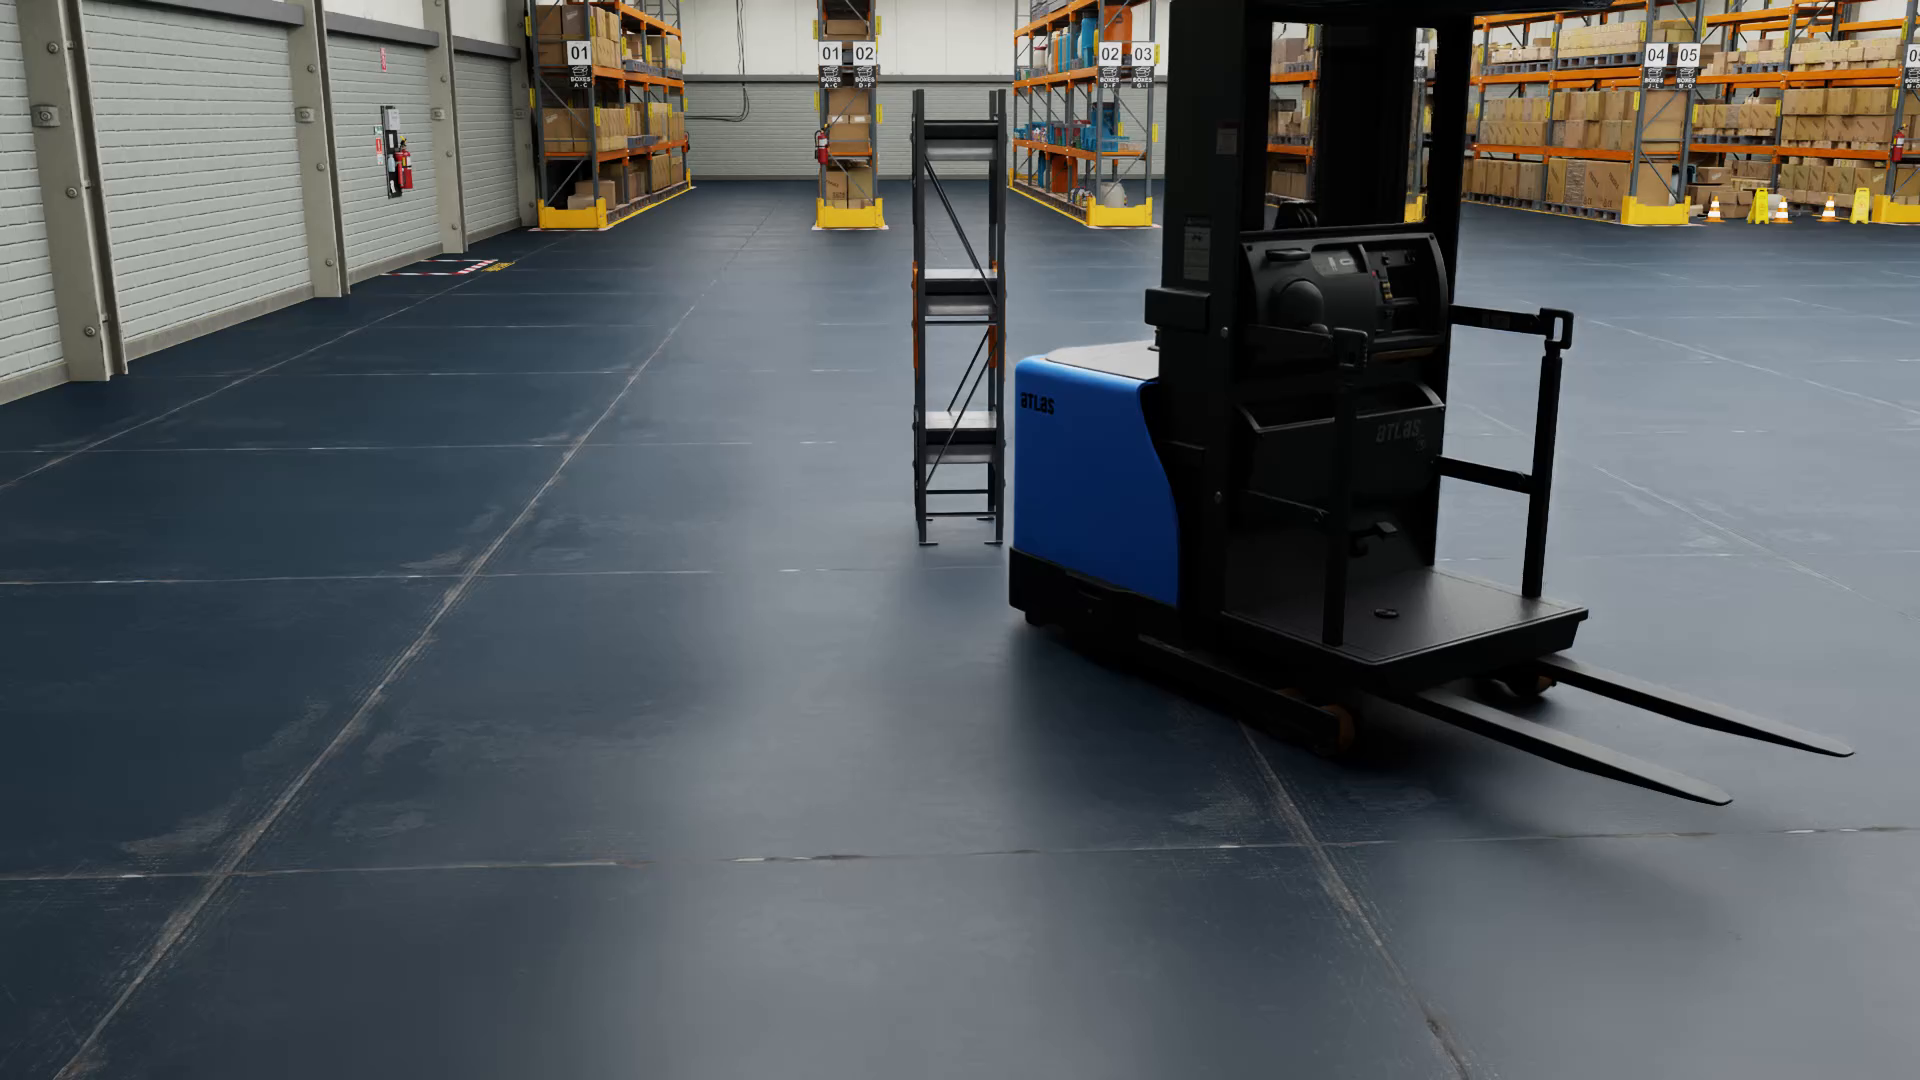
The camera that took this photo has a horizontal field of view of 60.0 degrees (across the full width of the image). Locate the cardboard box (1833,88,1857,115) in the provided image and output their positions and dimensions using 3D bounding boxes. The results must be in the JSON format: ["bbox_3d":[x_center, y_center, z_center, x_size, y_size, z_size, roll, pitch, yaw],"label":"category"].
[{"bbox_3d":[17.384,-8.472,32.129,0.700,0.500,0.500,-1,14,-4],"label":"cardboard box"}]

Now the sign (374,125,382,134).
[{"bbox_3d":[-7.411,-5.227,21.188,0.001,0.109,0.331,-1,14,-3],"label":"sign"}]

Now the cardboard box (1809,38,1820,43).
[{"bbox_3d":[17.866,-10.516,35.313,0.500,0.250,0.500,-1,14,-5],"label":"cardboard box"}]

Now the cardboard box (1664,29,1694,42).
[{"bbox_3d":[13.083,-9.219,30.476,0.500,0.250,0.500,-1,14,-4],"label":"cardboard box"}]

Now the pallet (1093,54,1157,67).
[{"bbox_3d":[3.003,-8.759,30.410,1.003,0.211,1.213,-1,14,-3],"label":"pallet"}]

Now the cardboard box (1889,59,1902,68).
[{"bbox_3d":[17.490,-8.836,30.832,0.380,0.149,0.250,-1,14,-3],"label":"cardboard box"}]

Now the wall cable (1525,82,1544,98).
[{"bbox_3d":[17.842,-13.318,51.730,0.588,1.984,0.122,-1,14,-3],"label":"wall cable"}]

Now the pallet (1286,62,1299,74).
[{"bbox_3d":[7.653,-10.037,35.373,1.213,0.211,1.003,-1,14,-3],"label":"pallet"}]

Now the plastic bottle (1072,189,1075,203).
[{"bbox_3d":[2.339,-6.914,33.460,0.152,0.276,0.135,0,14,-1],"label":"plastic bottle"}]

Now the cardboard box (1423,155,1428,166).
[{"bbox_3d":[11.896,-9.471,41.486,0.500,0.250,0.500,-2,15,-6],"label":"cardboard box"}]

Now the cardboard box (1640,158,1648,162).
[{"bbox_3d":[17.230,-9.202,41.190,0.875,0.875,0.875,0,14,-2],"label":"cardboard box"}]

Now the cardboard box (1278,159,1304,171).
[{"bbox_3d":[7.476,-8.456,37.502,0.500,0.250,0.500,0,14,-1],"label":"cardboard box"}]

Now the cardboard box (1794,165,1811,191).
[{"bbox_3d":[17.356,-7.366,33.806,0.500,0.500,0.500,0,14,-1],"label":"cardboard box"}]

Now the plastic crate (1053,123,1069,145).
[{"bbox_3d":[2.256,-8.805,36.099,0.402,0.464,0.583,-1,14,-3],"label":"plastic crate"}]

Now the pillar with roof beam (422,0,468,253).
[{"bbox_3d":[-3.169,-8.678,23.696,9.100,9.000,0.400,-1,14,-3],"label":"pillar with roof beam"}]

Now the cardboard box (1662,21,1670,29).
[{"bbox_3d":[13.140,-9.438,30.529,0.380,0.149,0.250,-1,14,-3],"label":"cardboard box"}]

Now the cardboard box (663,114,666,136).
[{"bbox_3d":[-7.353,-9.987,39.983,0.500,0.500,0.500,-1,14,-3],"label":"cardboard box"}]

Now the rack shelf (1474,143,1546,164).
[{"bbox_3d":[12.485,-8.462,36.341,1.077,0.370,4.000,-1,14,-3],"label":"rack shelf"}]

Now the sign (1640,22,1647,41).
[{"bbox_3d":[12.315,-9.157,29.958,0.100,0.325,0.005,-1,14,-3],"label":"sign"}]

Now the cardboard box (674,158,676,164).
[{"bbox_3d":[-7.490,-9.735,42.713,0.380,0.149,0.250,-1,14,-5],"label":"cardboard box"}]

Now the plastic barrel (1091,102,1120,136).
[{"bbox_3d":[2.988,-8.529,34.150,0.600,0.901,0.708,-1,14,-3],"label":"plastic barrel"}]

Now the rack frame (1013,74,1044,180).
[{"bbox_3d":[1.966,-11.170,45.420,1.000,3.000,0.127,-1,14,-3],"label":"rack frame"}]

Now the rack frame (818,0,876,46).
[{"bbox_3d":[-1.987,-10.021,28.913,1.000,3.000,0.127,-1,14,-3],"label":"rack frame"}]

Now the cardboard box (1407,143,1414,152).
[{"bbox_3d":[8.121,-7.220,30.573,0.380,0.149,0.250,-1,14,-3],"label":"cardboard box"}]

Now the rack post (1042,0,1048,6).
[{"bbox_3d":[2.376,-12.229,37.647,0.954,0.300,0.937,-1,14,-3],"label":"rack post"}]

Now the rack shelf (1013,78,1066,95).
[{"bbox_3d":[2.090,-11.777,43.202,1.077,0.370,4.000,-1,14,-3],"label":"rack shelf"}]

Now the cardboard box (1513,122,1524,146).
[{"bbox_3d":[12.248,-8.739,35.771,0.500,0.500,0.500,-1,14,-3],"label":"cardboard box"}]

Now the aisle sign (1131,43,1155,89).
[{"bbox_3d":[3.254,-8.436,29.578,0.394,0.787,0.004,-1,14,-3],"label":"aisle sign"}]

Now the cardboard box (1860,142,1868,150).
[{"bbox_3d":[17.434,-7.514,31.713,0.380,0.149,0.250,-1,14,-4],"label":"cardboard box"}]

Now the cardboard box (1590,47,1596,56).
[{"bbox_3d":[12.387,-9.422,32.068,0.380,0.149,0.250,-1,14,-3],"label":"cardboard box"}]

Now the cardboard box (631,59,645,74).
[{"bbox_3d":[-7.113,-10.272,36.048,0.500,0.311,0.500,-1,14,-3],"label":"cardboard box"}]

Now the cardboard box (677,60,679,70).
[{"bbox_3d":[-7.579,-12.341,43.211,0.500,0.250,0.500,-1,14,-6],"label":"cardboard box"}]

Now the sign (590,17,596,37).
[{"bbox_3d":[-6.389,-8.922,28.910,0.100,0.325,0.005,-1,14,-3],"label":"sign"}]

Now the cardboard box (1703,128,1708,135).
[{"bbox_3d":[17.085,-9.268,37.690,0.380,0.149,0.250,-2,15,-7],"label":"cardboard box"}]

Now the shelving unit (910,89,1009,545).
[{"bbox_3d":[-0.010,-1.058,7.925,0.431,2.100,0.503,-1,14,-3],"label":"shelving unit"}]

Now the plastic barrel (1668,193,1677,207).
[{"bbox_3d":[14.211,-6.807,33.634,0.512,0.421,0.421,10,18,35],"label":"plastic barrel"}]

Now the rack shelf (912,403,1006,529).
[{"bbox_3d":[-0.010,-0.367,8.103,0.431,0.518,0.480,-1,14,-3],"label":"rack shelf"}]

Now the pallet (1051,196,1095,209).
[{"bbox_3d":[2.543,-7.334,36.107,1.003,0.211,1.213,-1,14,-3],"label":"pallet"}]

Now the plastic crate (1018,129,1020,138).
[{"bbox_3d":[1.734,-10.724,43.902,0.416,0.233,0.300,-1,14,-3],"label":"plastic crate"}]

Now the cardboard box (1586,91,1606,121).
[{"bbox_3d":[12.685,-8.414,32.239,0.875,0.550,0.500,-1,14,-3],"label":"cardboard box"}]

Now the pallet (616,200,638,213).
[{"bbox_3d":[-7.229,-6.876,34.326,1.003,0.211,1.213,-1,14,-3],"label":"pallet"}]

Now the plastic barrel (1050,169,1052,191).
[{"bbox_3d":[2.290,-8.439,38.957,0.421,0.512,0.421,0,14,0],"label":"plastic barrel"}]

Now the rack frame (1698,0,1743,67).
[{"bbox_3d":[17.296,-12.315,37.831,1.000,3.000,0.127,-1,14,-3],"label":"rack frame"}]

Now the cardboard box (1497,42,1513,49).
[{"bbox_3d":[12.580,-11.413,38.608,0.396,0.266,0.258,-1,14,-3],"label":"cardboard box"}]

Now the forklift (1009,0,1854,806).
[{"bbox_3d":[1.442,-0.861,5.492,1.130,2.935,3.031,-10,17,-33],"label":"forklift"}]

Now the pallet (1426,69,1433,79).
[{"bbox_3d":[12.046,-11.510,41.097,1.213,0.211,1.003,-1,14,-3],"label":"pallet"}]

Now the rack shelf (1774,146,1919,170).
[{"bbox_3d":[17.667,-7.569,32.869,1.077,0.370,4.000,-1,14,-3],"label":"rack shelf"}]

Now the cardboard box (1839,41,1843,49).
[{"bbox_3d":[17.416,-9.663,32.449,0.380,0.149,0.250,-1,14,-2],"label":"cardboard box"}]

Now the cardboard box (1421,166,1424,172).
[{"bbox_3d":[11.832,-9.498,42.608,0.380,0.149,0.250,0,14,-2],"label":"cardboard box"}]

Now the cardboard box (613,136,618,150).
[{"bbox_3d":[-6.745,-7.483,31.349,0.500,0.250,0.500,-1,14,-3],"label":"cardboard box"}]

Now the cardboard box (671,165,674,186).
[{"bbox_3d":[-7.618,-9.203,41.947,0.700,0.500,0.500,-1,14,-3],"label":"cardboard box"}]

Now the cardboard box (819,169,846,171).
[{"bbox_3d":[-2.394,-6.727,31.324,0.500,0.500,0.500,-1,14,-3],"label":"cardboard box"}]

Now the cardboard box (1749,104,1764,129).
[{"bbox_3d":[17.254,-9.046,35.523,0.500,0.500,0.500,-1,14,-3],"label":"cardboard box"}]

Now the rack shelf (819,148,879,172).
[{"bbox_3d":[-2.111,-7.264,31.683,1.077,0.370,4.000,-1,14,-3],"label":"rack shelf"}]
